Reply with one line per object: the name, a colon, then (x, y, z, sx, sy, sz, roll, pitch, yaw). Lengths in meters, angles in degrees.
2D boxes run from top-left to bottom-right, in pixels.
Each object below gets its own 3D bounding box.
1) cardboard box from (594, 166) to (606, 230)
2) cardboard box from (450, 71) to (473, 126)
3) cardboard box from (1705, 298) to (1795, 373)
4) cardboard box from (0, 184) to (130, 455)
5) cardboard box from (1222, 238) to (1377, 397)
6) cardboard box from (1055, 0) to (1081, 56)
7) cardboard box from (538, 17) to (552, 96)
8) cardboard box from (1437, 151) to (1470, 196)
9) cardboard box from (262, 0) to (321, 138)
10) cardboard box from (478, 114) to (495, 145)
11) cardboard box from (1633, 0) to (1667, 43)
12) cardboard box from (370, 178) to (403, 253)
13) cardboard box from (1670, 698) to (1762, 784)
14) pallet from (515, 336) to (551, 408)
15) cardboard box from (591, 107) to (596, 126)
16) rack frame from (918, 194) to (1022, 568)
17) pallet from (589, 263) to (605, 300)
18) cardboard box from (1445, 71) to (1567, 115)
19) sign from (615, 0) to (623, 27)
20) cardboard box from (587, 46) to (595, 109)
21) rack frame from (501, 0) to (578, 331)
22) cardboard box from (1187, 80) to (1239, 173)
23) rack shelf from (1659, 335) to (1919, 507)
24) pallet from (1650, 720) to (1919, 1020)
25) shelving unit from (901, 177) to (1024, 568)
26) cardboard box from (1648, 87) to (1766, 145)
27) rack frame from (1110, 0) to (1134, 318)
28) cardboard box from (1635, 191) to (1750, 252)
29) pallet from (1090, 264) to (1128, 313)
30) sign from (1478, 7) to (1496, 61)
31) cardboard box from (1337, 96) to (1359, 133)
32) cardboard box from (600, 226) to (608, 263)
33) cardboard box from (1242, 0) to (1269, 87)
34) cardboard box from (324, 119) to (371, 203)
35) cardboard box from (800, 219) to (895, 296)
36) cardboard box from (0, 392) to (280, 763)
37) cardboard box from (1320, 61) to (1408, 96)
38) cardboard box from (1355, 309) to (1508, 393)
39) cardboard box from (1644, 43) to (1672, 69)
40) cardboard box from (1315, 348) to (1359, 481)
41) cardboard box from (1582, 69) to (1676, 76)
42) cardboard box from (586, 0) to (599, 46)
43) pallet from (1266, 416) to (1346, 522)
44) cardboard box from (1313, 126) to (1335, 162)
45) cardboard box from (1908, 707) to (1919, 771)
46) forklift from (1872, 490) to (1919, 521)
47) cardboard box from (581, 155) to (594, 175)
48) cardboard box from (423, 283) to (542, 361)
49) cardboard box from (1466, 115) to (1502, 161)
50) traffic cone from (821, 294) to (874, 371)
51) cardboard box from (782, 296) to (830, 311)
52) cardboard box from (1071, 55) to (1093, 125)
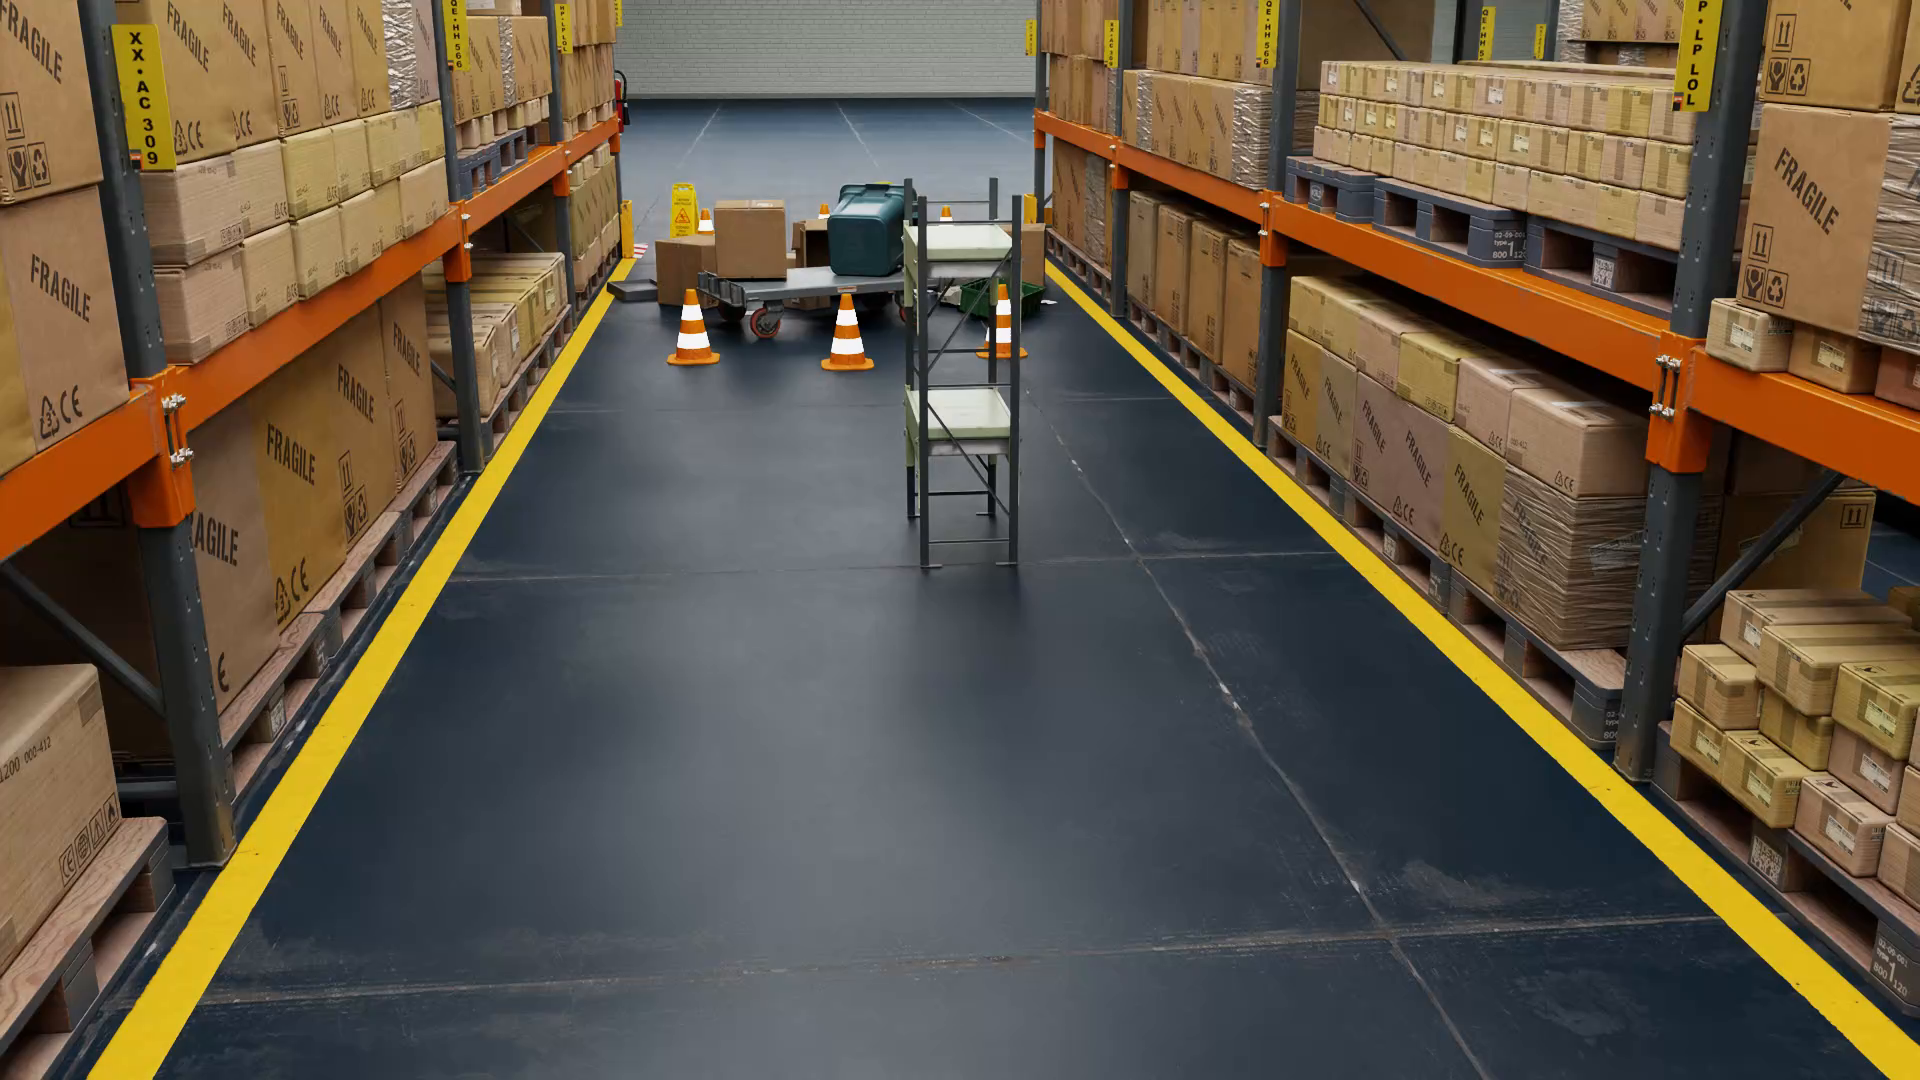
cardboard box: (-3.244, -2.846, 13.871, 0.500, 0.500, 0.500, -2, 18, -7)
cardboard box: (-2.679, -2.284, 8.079, 0.500, 0.500, 0.500, -2, 18, -7)
cardboard box: (2.167, -0.530, 4.276, 0.380, 0.149, 0.250, -1, 17, -4)
cardboard box: (-2.148, -0.478, 3.526, 0.500, 0.500, 0.500, -2, 18, -5)
cardboard box: (2.077, -1.247, 9.196, 1.050, 0.750, 0.750, -2, 18, -6)
cardboard box: (1.296, -4.462, 14.329, 0.875, 0.550, 0.550, -2, 18, -6)
cardboard box: (-2.999, -3.204, 11.010, 0.500, 0.500, 0.500, -2, 18, -7)
cardboard box: (2.060, -1.404, 6.360, 0.380, 0.149, 0.250, -2, 18, -7)
cardboard box: (-2.339, -1.526, 5.193, 0.500, 0.500, 0.500, -2, 18, -7)
cardboard box: (-2.697, -2.187, 8.852, 0.380, 0.149, 0.250, -2, 18, -5)
cardboard box: (6.110, -4.490, 14.138, 0.500, 0.500, 0.500, -2, 18, -6)
cardboard box: (-2.448, -1.236, 6.357, 0.500, 0.250, 0.500, -2, 18, -6)
cardboard box: (2.181, 0.534, 4.526, 0.380, 0.149, 0.250, -3, 18, -8)
pallet: (-3.065, -1.018, 10.066, 1.003, 0.211, 1.213, -2, 18, -6)
cardboard box: (-3.235, -3.533, 13.841, 0.380, 0.149, 0.250, -2, 18, -6)
rack frame: (0.037, -0.609, 6.611, 0.400, 1.500, 0.023, -2, 18, -6)
pallet: (-3.509, -2.177, 13.760, 1.003, 0.211, 1.213, -2, 18, -6)
cardboard box: (2.065, -1.690, 6.279, 0.380, 0.149, 0.250, -2, 18, -6)
sign: (-3.134, -4.851, 15.159, 0.100, 0.325, 0.005, -2, 18, -6)
cardboard box: (-3.229, -3.722, 13.363, 0.500, 0.500, 0.500, -2, 17, -5)
rack frame: (-3.275, -2.944, 11.548, 1.000, 3.000, 0.127, -2, 18, -6)
cardboard box: (1.635, -2.407, 9.669, 0.500, 0.500, 0.500, -2, 18, -7)
rack shelf: (2.669, 0.195, 2.749, 1.077, 0.370, 4.000, -2, 18, -6)
pallet: (2.568, 0.785, 4.323, 1.003, 0.211, 1.213, -2, 18, -6)
shelving unit: (-0.001, -0.718, 6.959, 0.431, 1.500, 0.755, -2, 18, -6)
cardboard box: (2.227, -1.222, 4.786, 0.380, 0.149, 0.250, -1, 17, -3)
rack frame: (1.638, -3.127, 12.131, 1.000, 3.000, 0.127, -2, 18, -6)
cardboard box: (2.225, -0.937, 4.871, 0.380, 0.149, 0.250, -2, 18, -7)
pallet: (1.637, -2.026, 13.278, 1.003, 0.211, 1.213, -2, 18, -6)
sign: (2.589, -2.470, 8.236, 0.100, 0.325, 0.005, -2, 18, -6)
cardboard box: (1.931, -1.927, 7.529, 0.380, 0.149, 0.250, -1, 17, -3)
cardboard box: (-3.232, -2.482, 13.964, 0.500, 0.250, 0.500, -2, 18, -8)
cardboard box: (1.961, -2.745, 9.077, 0.700, 0.500, 0.500, -2, 18, -6)
cardboard box: (-2.377, -1.324, 5.802, 0.500, 0.250, 0.500, -2, 18, -7)
cardboard box: (-0.884, -2.286, 13.393, 0.797, 0.637, 0.503, -2, 18, -6)
cardboard box: (-2.594, 0.070, 4.792, 0.875, 0.875, 0.875, -1, 17, -4)
cardboard box: (1.906, -2.155, 7.759, 0.380, 0.149, 0.250, -2, 18, -6)
cardboard box: (1.971, -0.789, 6.904, 0.500, 0.250, 0.500, -2, 18, -5)
cardboard box: (6.418, -4.022, 14.318, 0.875, 0.500, 0.500, -2, 18, -6)
cardboard box: (1.925, -0.575, 7.473, 0.500, 0.500, 0.500, -2, 17, -5)
cardboard box: (2.688, -1.783, 6.573, 0.380, 0.149, 0.250, -1, 17, -3)
cardboard box: (-3.161, -4.052, 12.744, 0.700, 0.500, 0.500, -2, 18, -7)
pallet: (2.130, -0.372, 8.011, 1.003, 0.211, 1.213, -2, 18, -6)
cardboard box: (1.896, -1.877, 7.865, 0.380, 0.149, 0.250, -2, 18, -6)
cardboard box: (2.387, 0.476, 3.719, 0.380, 0.149, 0.250, -2, 18, -7)
forklift: (4.625, -1.617, 7.433, 1.130, 2.935, 3.031, -2, 18, -5)
cardboard box: (-3.106, -2.957, 13.141, 0.380, 0.149, 0.250, -1, 17, -2)
cardboard box: (-3.068, -1.314, 10.039, 0.950, 0.372, 0.625, -1, 17, -4)
cardboard box: (2.086, -1.471, 6.078, 0.380, 0.149, 0.250, -2, 18, -5)
traffic cone: (-0.730, -1.352, 10.712, 0.336, 0.463, 0.334, -2, 18, -6)
cardboard box: (-1.224, -1.949, 12.942, 0.396, 0.266, 0.258, 16, 24, 42)
cardboard box: (1.416, -3.791, 13.994, 0.875, 0.550, 0.500, -2, 18, -6)
